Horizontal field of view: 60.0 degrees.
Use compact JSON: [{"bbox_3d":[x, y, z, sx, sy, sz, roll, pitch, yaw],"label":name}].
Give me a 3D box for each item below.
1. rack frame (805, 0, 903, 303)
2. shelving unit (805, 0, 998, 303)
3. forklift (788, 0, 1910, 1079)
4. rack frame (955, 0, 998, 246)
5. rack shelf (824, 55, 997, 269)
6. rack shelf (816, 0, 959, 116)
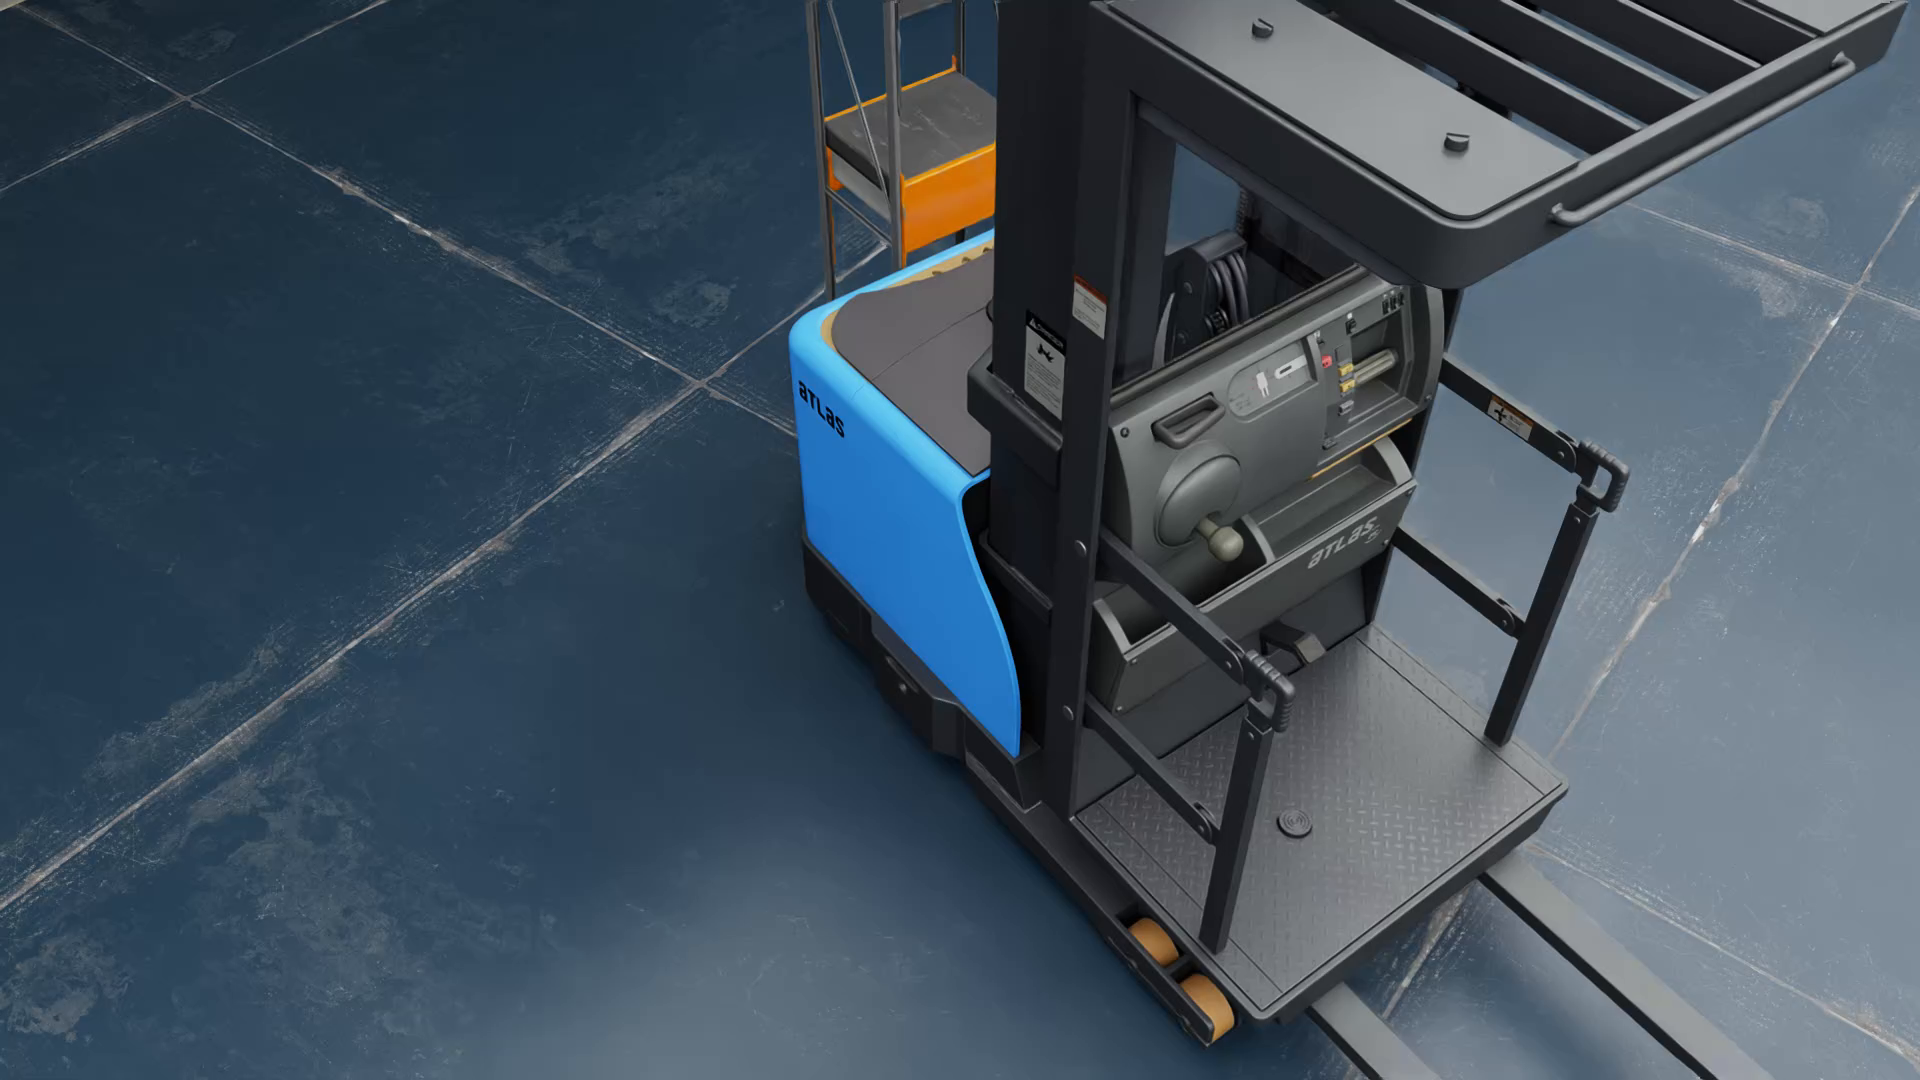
[{"bbox_3d":[-0.281,-0.902,4.660,0.015,2.100,0.400,-28,53,-24],"label":"rack frame"},{"bbox_3d":[-0.085,-1.008,4.761,0.503,2.100,0.431,-28,53,-24],"label":"shelving unit"},{"bbox_3d":[0.821,-0.195,3.409,1.130,2.935,3.031,-28,53,-24],"label":"forklift"},{"bbox_3d":[0.110,-1.114,4.862,0.015,2.100,0.400,-28,53,-24],"label":"rack frame"},{"bbox_3d":[-0.085,-0.998,4.770,0.480,0.518,0.431,-28,53,-24],"label":"rack shelf"},{"bbox_3d":[-0.085,-1.482,4.264,0.480,0.518,0.431,-28,53,-24],"label":"rack shelf"}]
